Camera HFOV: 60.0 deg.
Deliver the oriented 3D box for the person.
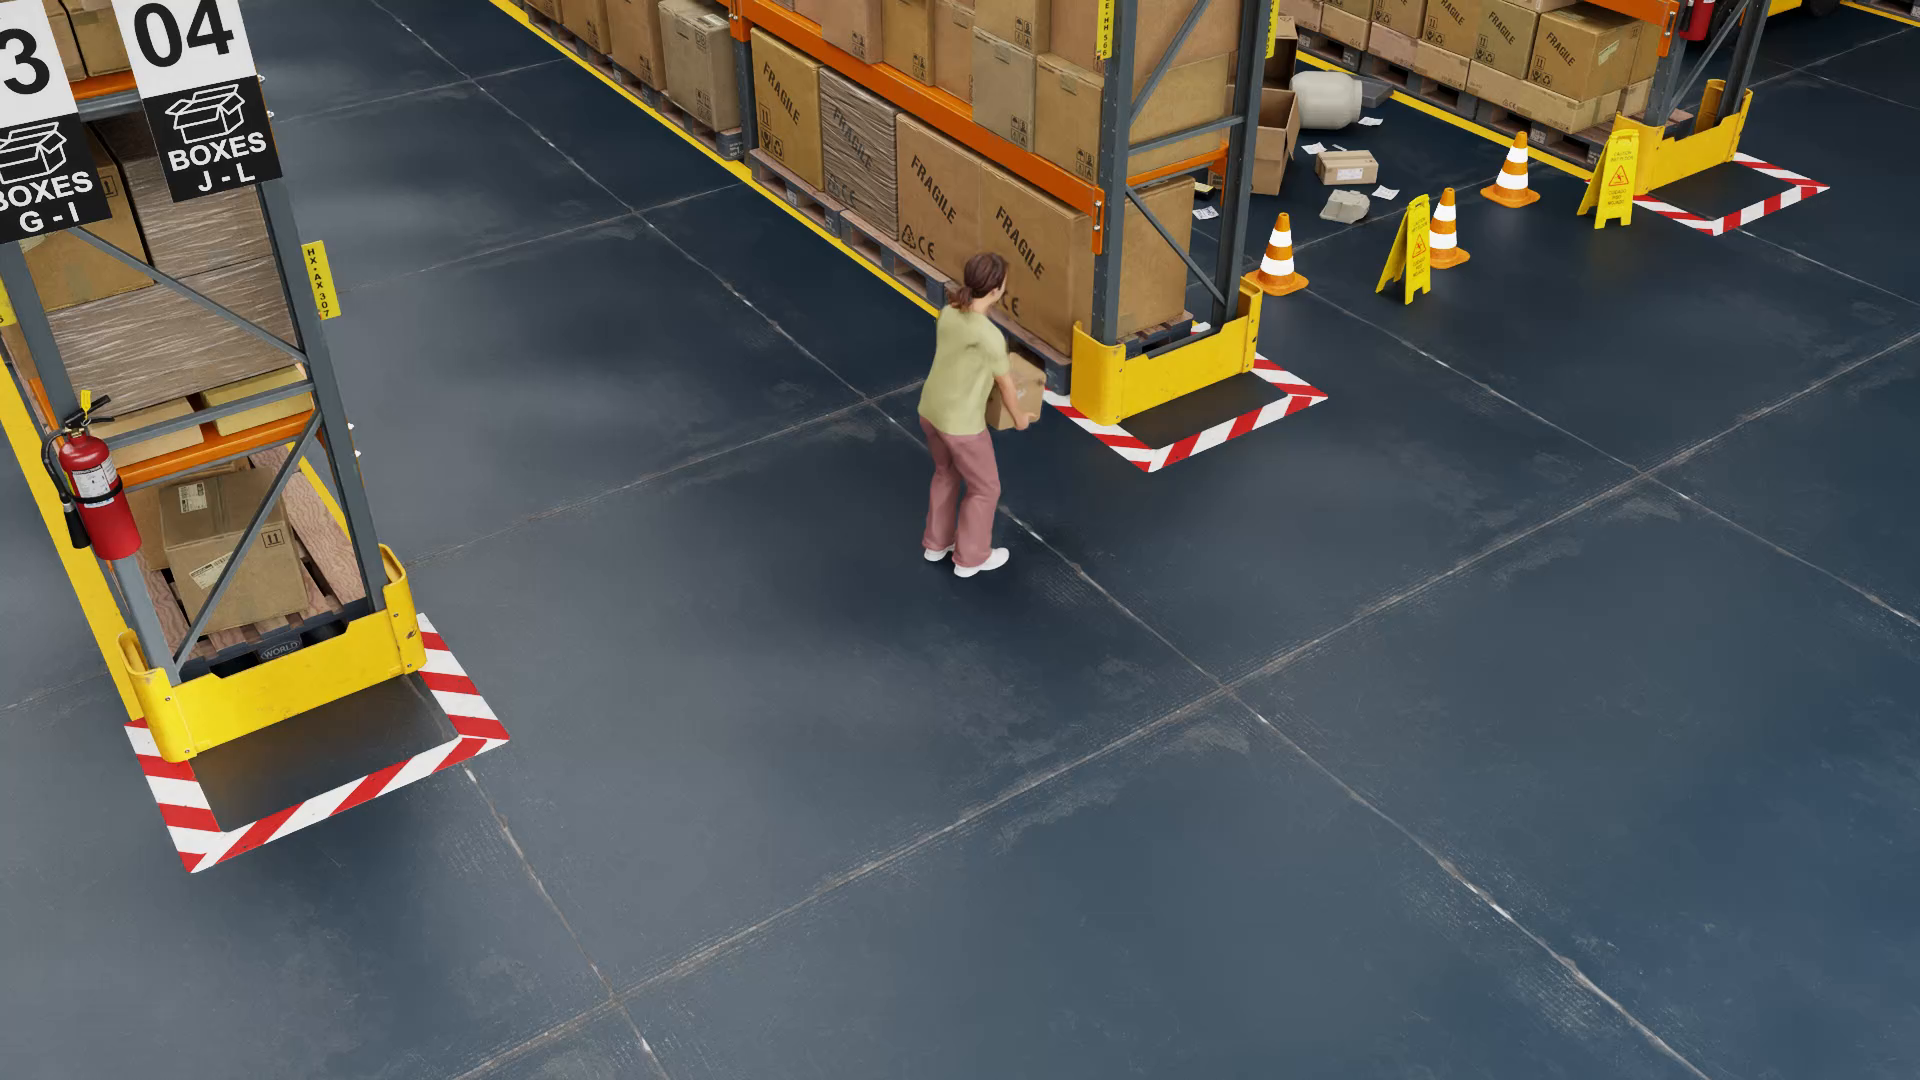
[{"bbox_3d":[0.064,-0.586,7.827,0.527,1.644,0.406,-23,42,-28],"label":"person"}]
